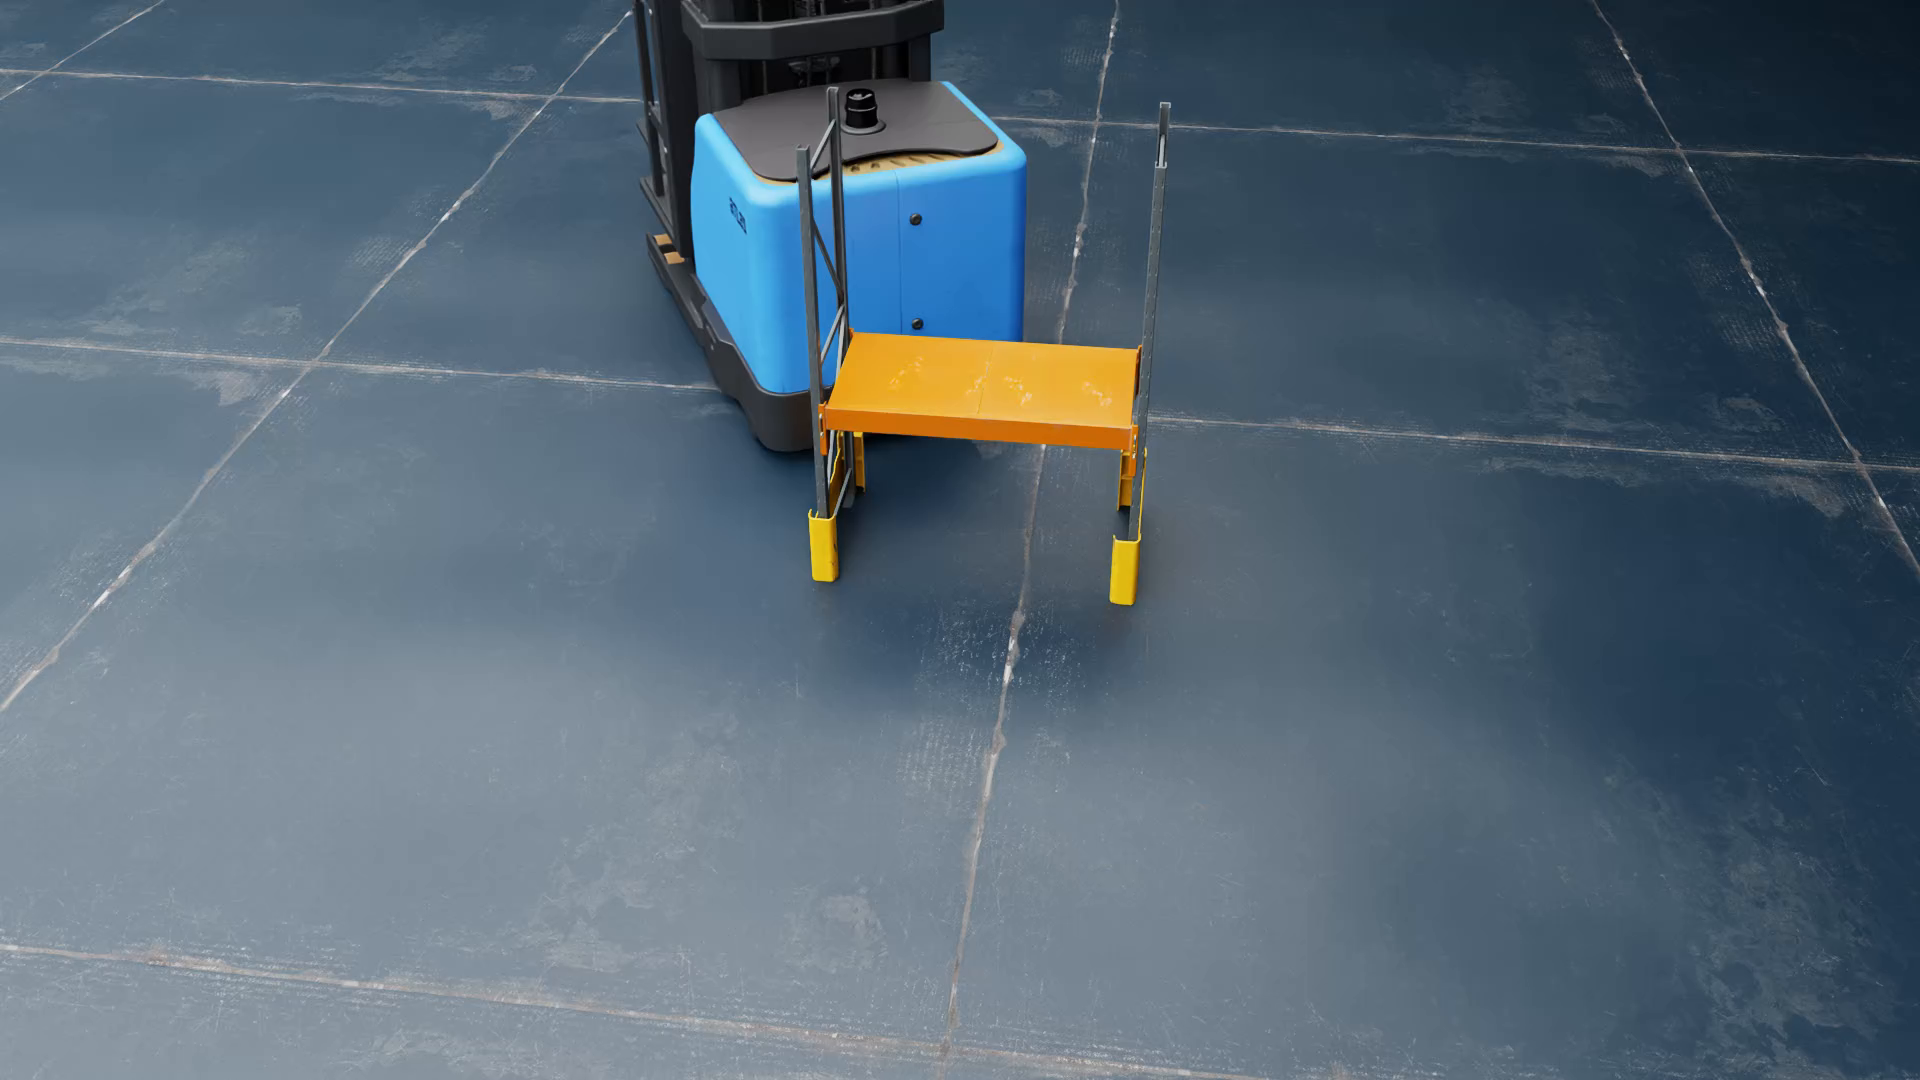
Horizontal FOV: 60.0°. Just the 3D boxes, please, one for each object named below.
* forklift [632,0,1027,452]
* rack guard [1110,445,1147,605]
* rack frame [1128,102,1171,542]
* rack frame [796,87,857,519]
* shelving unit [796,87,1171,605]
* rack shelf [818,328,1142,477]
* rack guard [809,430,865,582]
[{"bbox_3d":[-0.752,-2.367,6.543,1.130,2.935,3.031,-13,37,-17],"label":"forklift"},{"bbox_3d":[0.570,-0.059,5.618,0.087,0.250,0.587,4,36,6],"label":"rack guard"},{"bbox_3d":[0.589,-0.567,5.253,0.032,1.500,0.500,4,36,6],"label":"rack frame"},{"bbox_3d":[-0.420,-0.642,5.358,0.032,1.500,0.500,4,36,6],"label":"rack frame"},{"bbox_3d":[0.076,-0.605,5.306,1.083,1.500,0.587,4,36,6],"label":"shelving unit"},{"bbox_3d":[0.085,-0.458,5.410,1.000,0.185,0.538,4,36,6],"label":"rack shelf"},{"bbox_3d":[-0.418,-0.133,5.721,0.087,0.250,0.587,4,36,6],"label":"rack guard"}]
